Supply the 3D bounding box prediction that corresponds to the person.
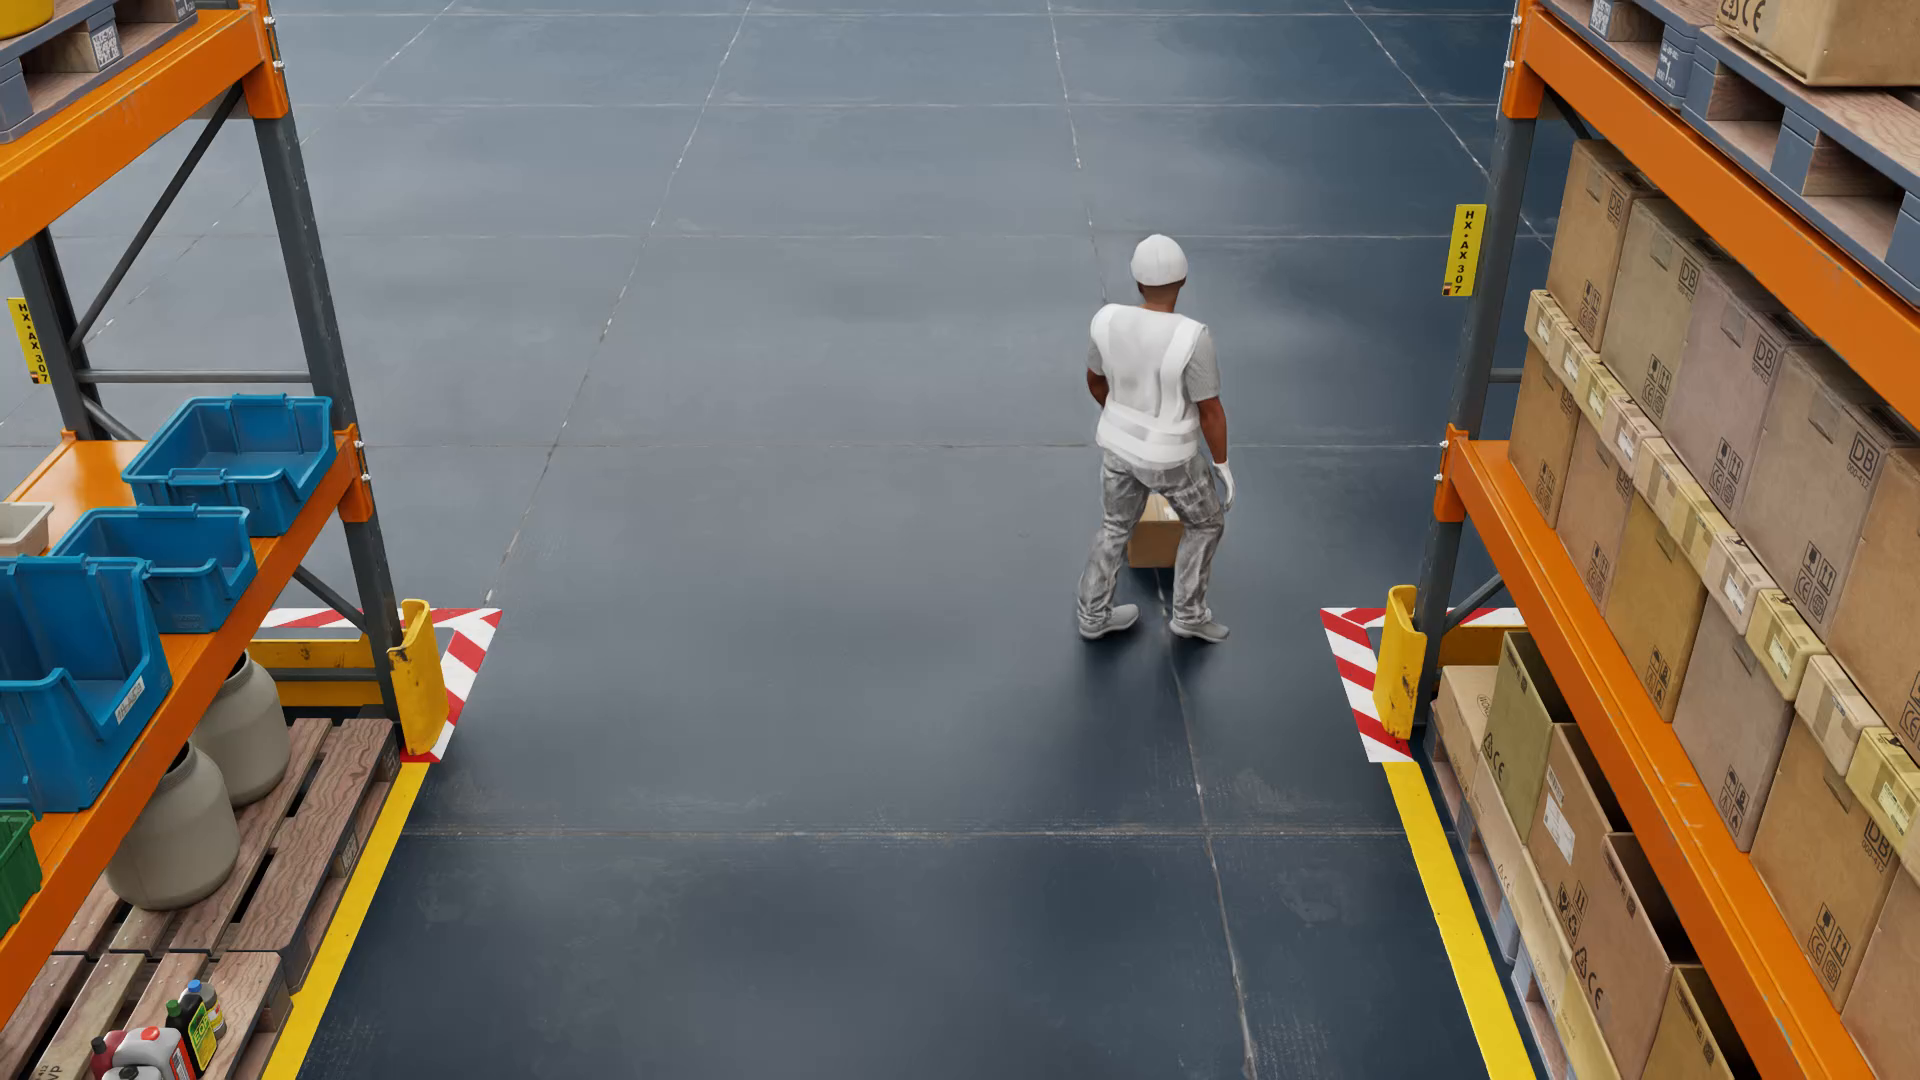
[{"bbox_3d":[0.819,-0.352,6.709,0.549,1.820,0.717,-25,39,-35],"label":"person"}]
